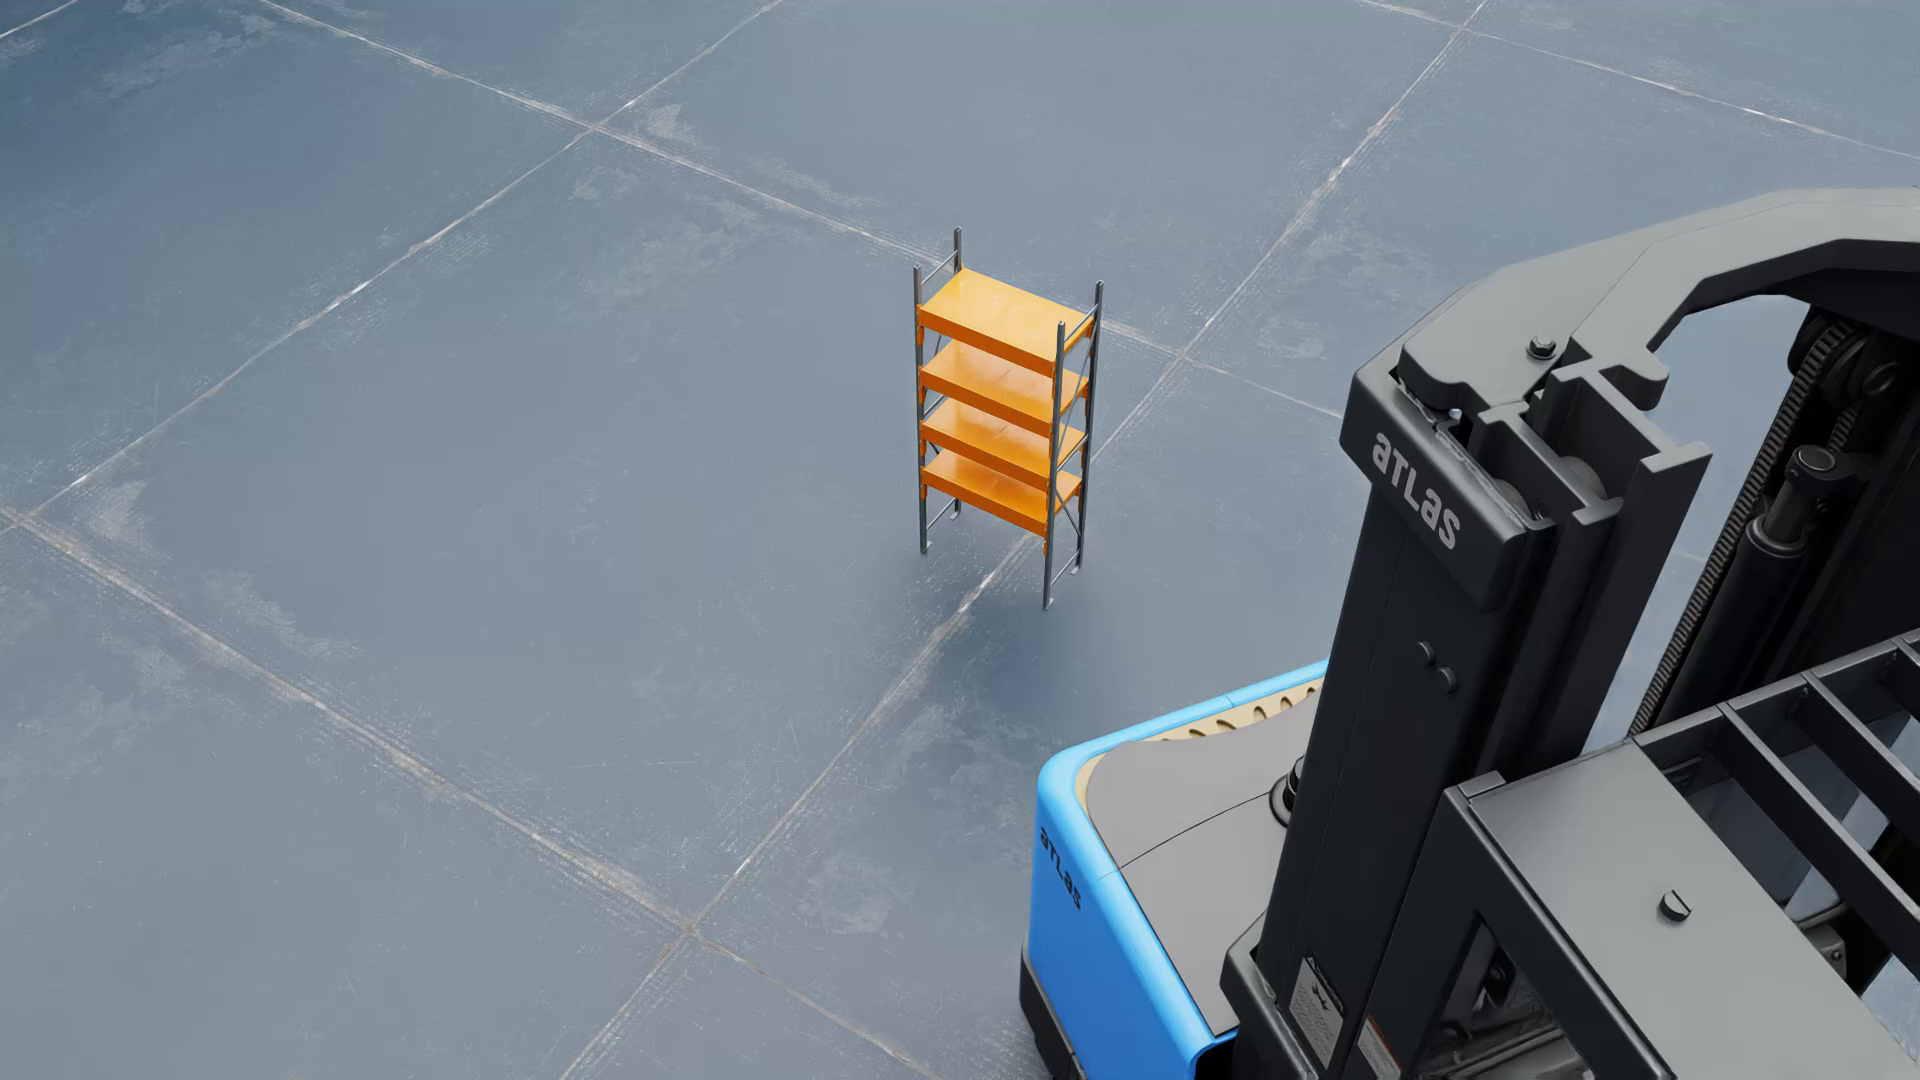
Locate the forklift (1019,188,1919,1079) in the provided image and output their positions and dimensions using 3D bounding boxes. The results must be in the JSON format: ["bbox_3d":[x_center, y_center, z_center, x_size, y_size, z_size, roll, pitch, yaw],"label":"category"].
[{"bbox_3d":[1.196,1.066,2.670,1.130,2.935,3.031,-17,48,-16],"label":"forklift"}]

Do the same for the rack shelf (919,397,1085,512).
[{"bbox_3d":[0.139,-0.307,5.306,0.480,0.148,0.258,25,51,22],"label":"rack shelf"}]

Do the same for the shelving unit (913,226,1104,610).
[{"bbox_3d":[0.139,-0.354,5.257,0.503,1.200,0.258,25,51,22],"label":"shelving unit"}]

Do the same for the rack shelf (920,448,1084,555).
[{"bbox_3d":[0.139,-0.169,5.448,0.480,0.148,0.258,25,51,22],"label":"rack shelf"}]

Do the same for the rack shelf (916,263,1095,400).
[{"bbox_3d":[0.139,-0.628,4.976,0.480,0.148,0.258,25,51,22],"label":"rack shelf"}]

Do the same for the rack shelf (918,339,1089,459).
[{"bbox_3d":[0.139,-0.463,5.145,0.480,0.148,0.258,25,51,22],"label":"rack shelf"}]

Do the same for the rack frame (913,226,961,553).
[{"bbox_3d":[-0.066,-0.449,5.349,0.015,1.200,0.240,25,51,22],"label":"rack frame"}]

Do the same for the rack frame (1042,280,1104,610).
[{"bbox_3d":[0.345,-0.260,5.166,0.015,1.200,0.240,25,51,22],"label":"rack frame"}]
